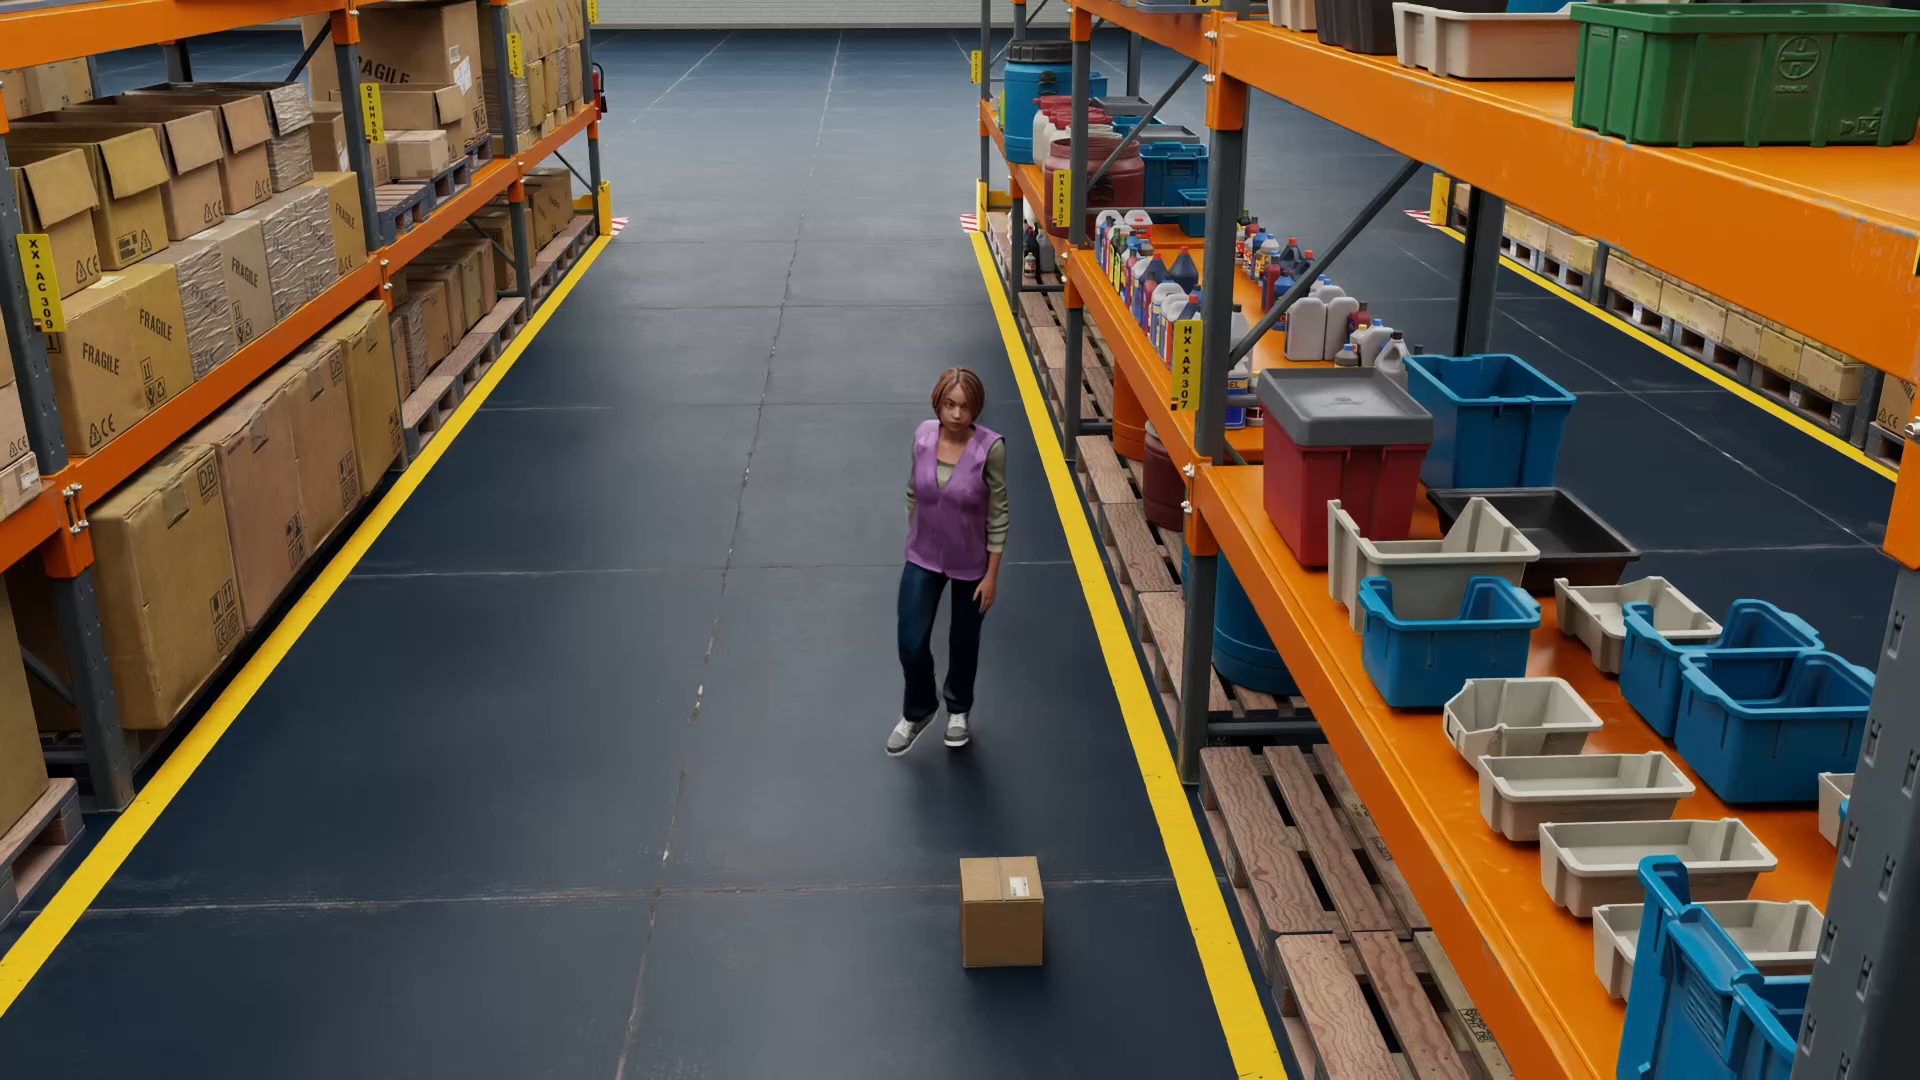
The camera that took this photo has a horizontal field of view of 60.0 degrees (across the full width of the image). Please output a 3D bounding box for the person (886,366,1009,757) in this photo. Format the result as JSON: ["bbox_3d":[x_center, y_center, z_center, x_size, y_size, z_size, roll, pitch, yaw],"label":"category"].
[{"bbox_3d":[-0.042,0.084,6.312,0.482,1.581,0.506,3,21,9],"label":"person"}]
